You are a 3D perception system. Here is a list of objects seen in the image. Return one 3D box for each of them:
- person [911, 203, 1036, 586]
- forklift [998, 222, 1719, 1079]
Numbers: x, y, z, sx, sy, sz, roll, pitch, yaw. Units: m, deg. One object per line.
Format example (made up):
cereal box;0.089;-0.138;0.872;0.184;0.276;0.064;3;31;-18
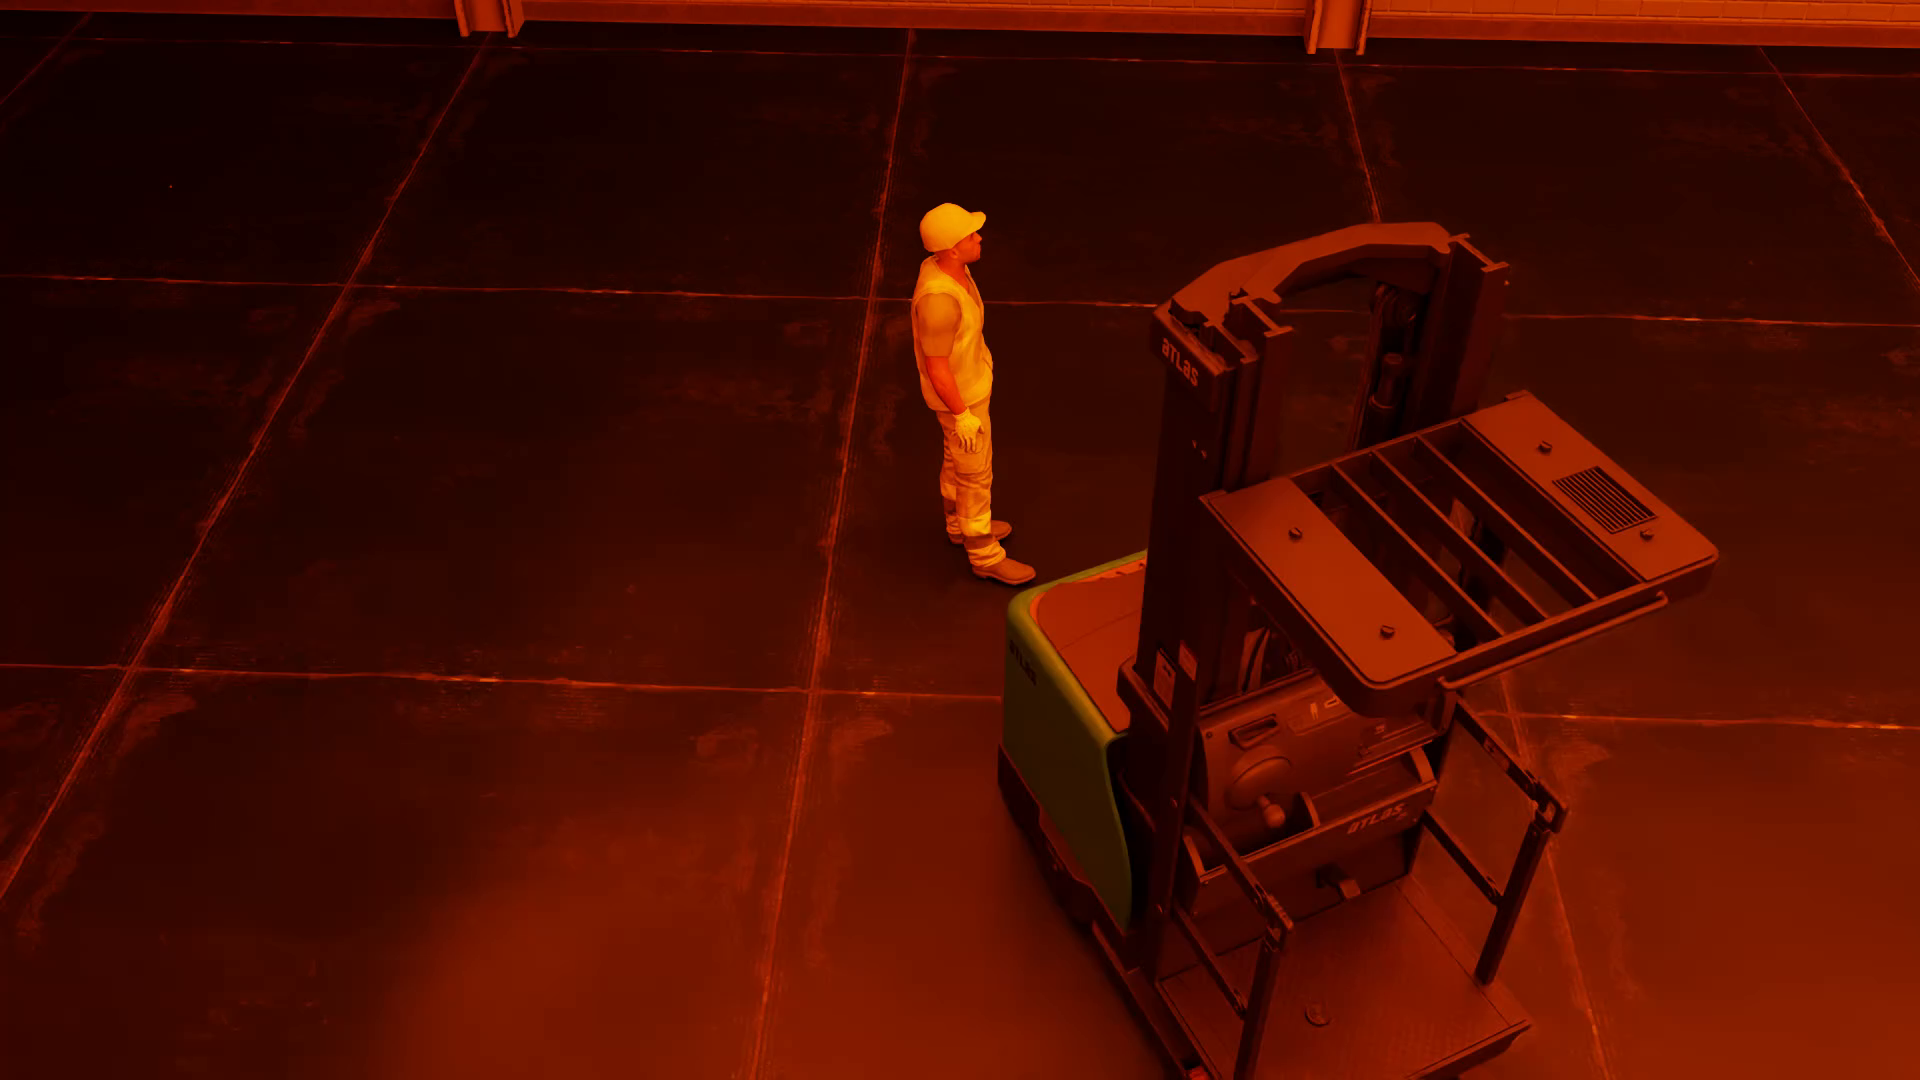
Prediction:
person;0.079;-0.655;7.296;0.564;1.787;0.637;2;42;2
forklift;1.243;0.674;5.004;1.130;2.935;3.031;-18;45;-19
